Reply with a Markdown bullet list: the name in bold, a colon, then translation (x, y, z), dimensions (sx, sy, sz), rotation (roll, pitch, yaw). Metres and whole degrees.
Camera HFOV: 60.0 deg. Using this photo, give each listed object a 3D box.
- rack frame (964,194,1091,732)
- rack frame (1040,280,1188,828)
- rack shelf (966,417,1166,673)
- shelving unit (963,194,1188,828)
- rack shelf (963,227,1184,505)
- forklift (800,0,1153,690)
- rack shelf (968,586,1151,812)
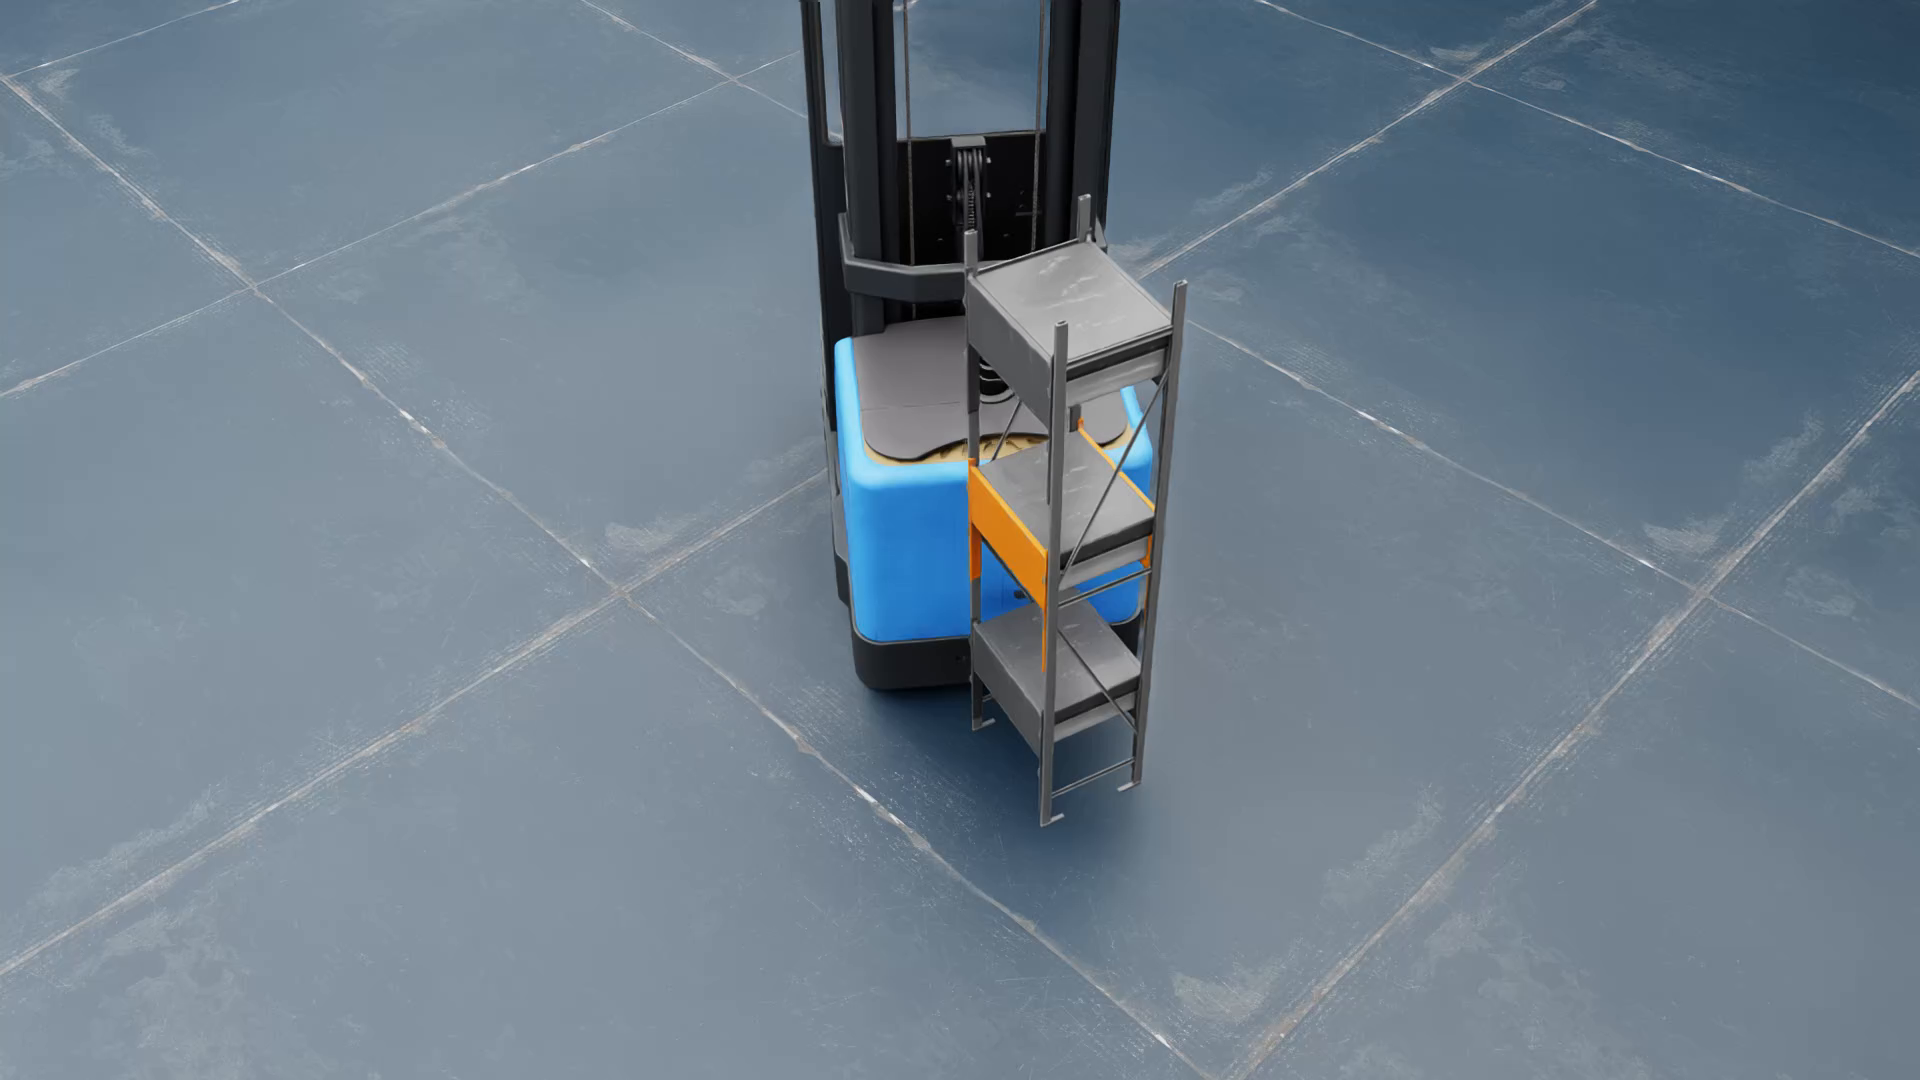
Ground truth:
- **rack frame**: translation (0.207, -0.143, 5.352), dimensions (0.400, 2.100, 0.015), rotation (-21, 47, -20)
- **rack frame**: translation (0.437, 0.149, 5.036), dimensions (0.400, 2.100, 0.015), rotation (-21, 47, -20)
- **rack shelf**: translation (0.322, 0.013, 5.203), dimensions (0.431, 0.518, 0.480), rotation (-21, 47, -20)
- **shelving unit**: translation (0.322, 0.003, 5.194), dimensions (0.431, 2.100, 0.503), rotation (-21, 47, -20)
- **rack shelf**: translation (0.311, -0.498, 4.724), dimensions (0.431, 0.518, 0.480), rotation (-21, 47, -20)
- **forklift**: translation (-0.027, -1.532, 6.248), dimensions (1.130, 2.935, 3.031), rotation (-5, 43, -5)
- **rack shelf**: translation (0.333, 0.523, 5.682), dimensions (0.431, 0.518, 0.480), rotation (-21, 47, -20)
